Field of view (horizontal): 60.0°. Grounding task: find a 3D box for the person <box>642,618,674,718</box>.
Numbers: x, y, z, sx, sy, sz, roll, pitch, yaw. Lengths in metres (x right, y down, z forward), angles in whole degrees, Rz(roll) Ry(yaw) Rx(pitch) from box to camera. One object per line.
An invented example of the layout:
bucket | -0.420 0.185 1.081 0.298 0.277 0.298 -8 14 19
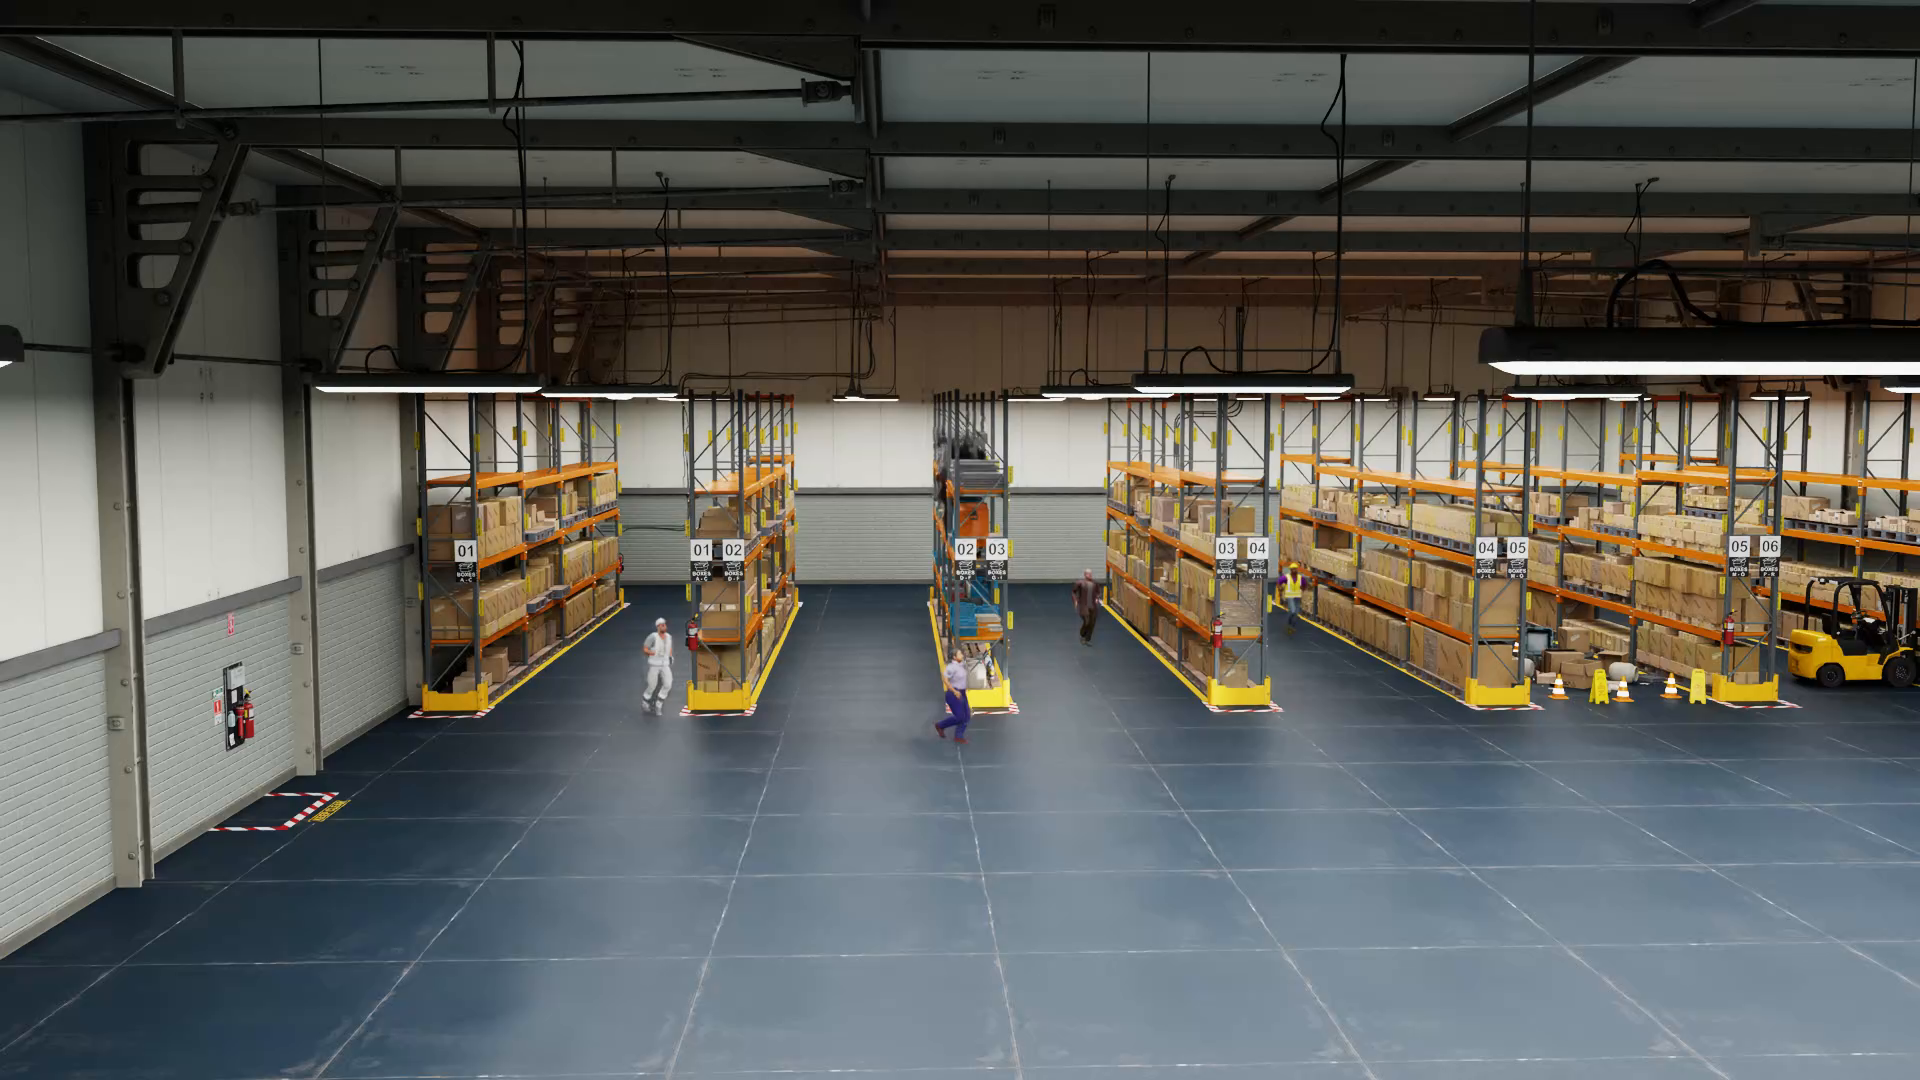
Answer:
person | -5.527 2.336 30.618 0.676 1.801 0.706 -4 6 -37

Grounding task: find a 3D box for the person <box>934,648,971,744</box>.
person | -0.114 2.637 28.138 0.597 1.617 0.614 2 5 23

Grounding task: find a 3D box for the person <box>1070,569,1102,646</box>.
person | 2.879 1.528 37.283 0.704 1.733 0.599 -1 5 -15

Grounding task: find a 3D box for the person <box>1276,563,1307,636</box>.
person | 8.287 1.475 41.360 0.670 1.801 0.728 -1 5 -12

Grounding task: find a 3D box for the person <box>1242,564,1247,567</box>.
person | 7.940 1.103 46.259 0.601 1.701 0.686 0 5 1
